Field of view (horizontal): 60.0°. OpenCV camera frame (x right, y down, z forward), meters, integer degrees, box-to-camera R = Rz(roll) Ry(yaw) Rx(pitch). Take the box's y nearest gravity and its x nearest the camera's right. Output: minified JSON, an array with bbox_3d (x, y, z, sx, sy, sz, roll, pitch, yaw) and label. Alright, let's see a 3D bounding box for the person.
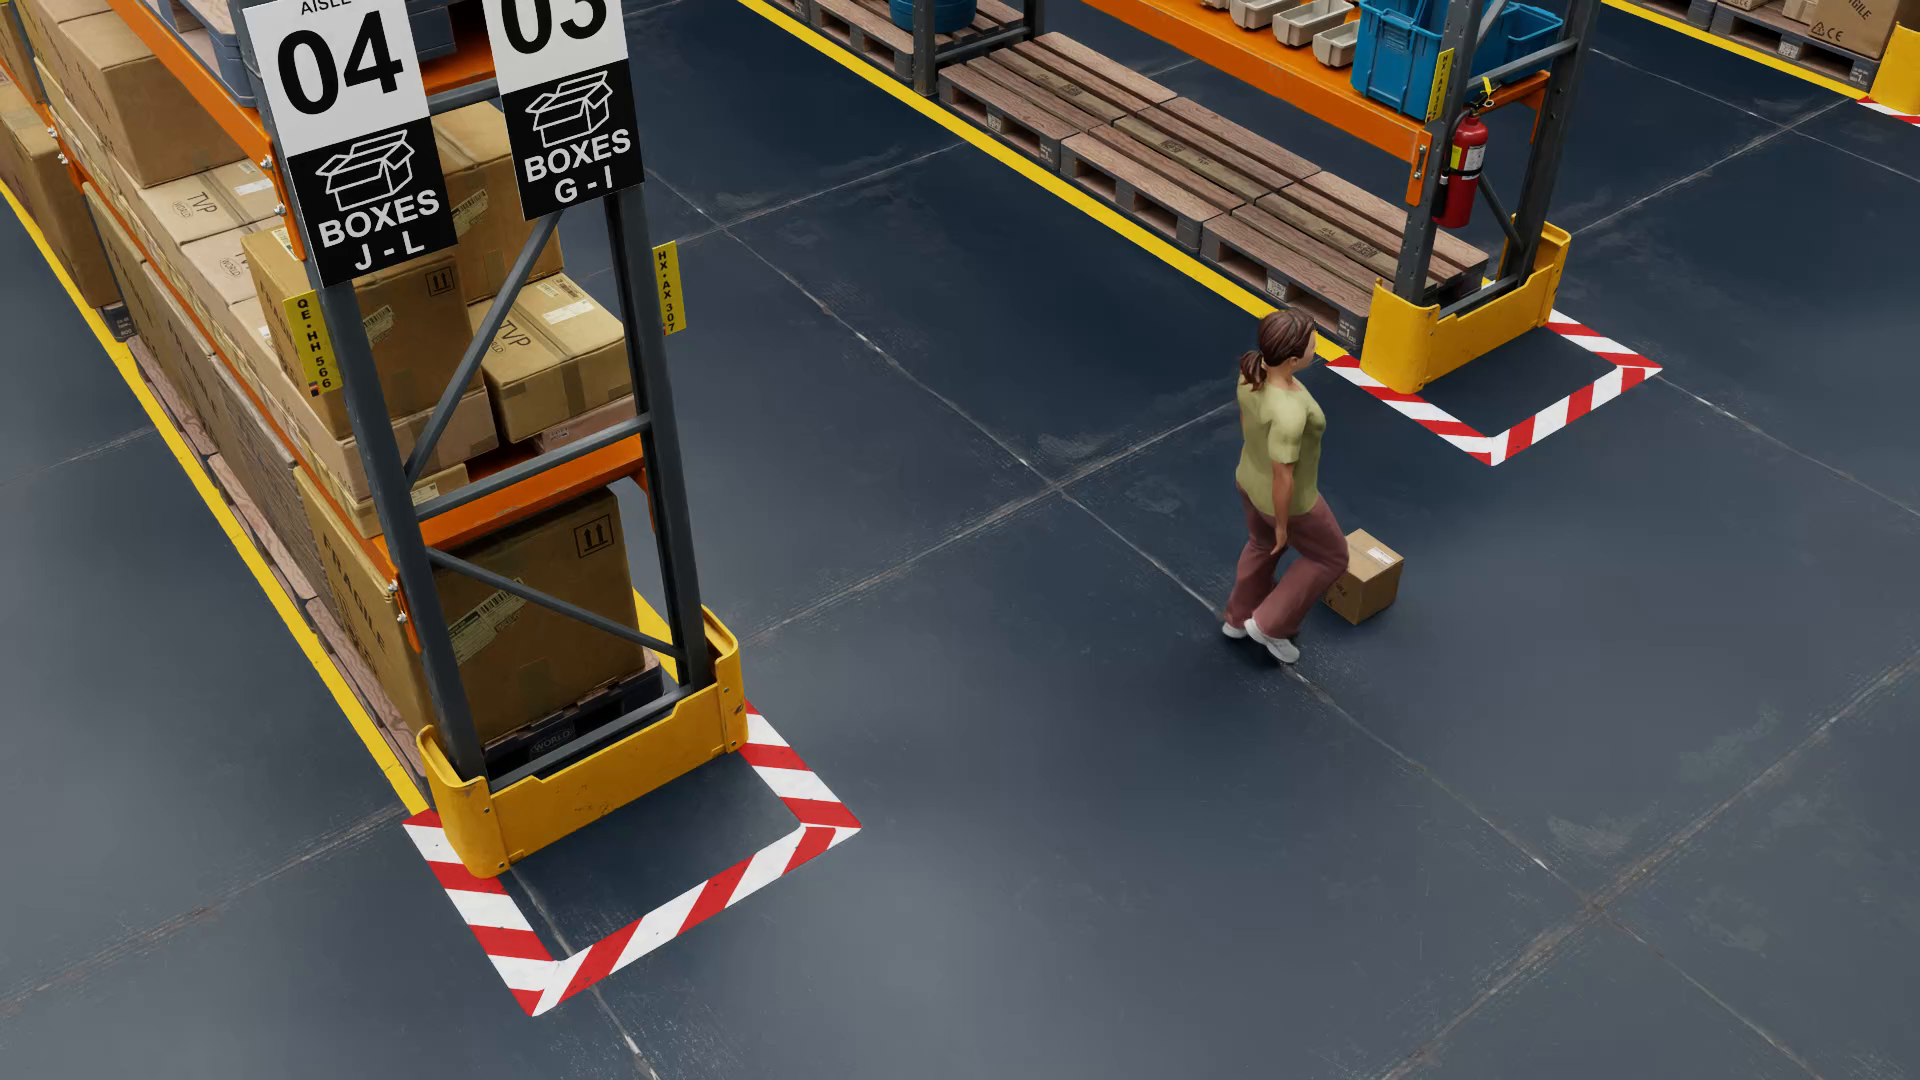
[{"bbox_3d":[1.231,-0.181,6.369,0.523,1.694,0.485,-12,42,-14],"label":"person"}]
